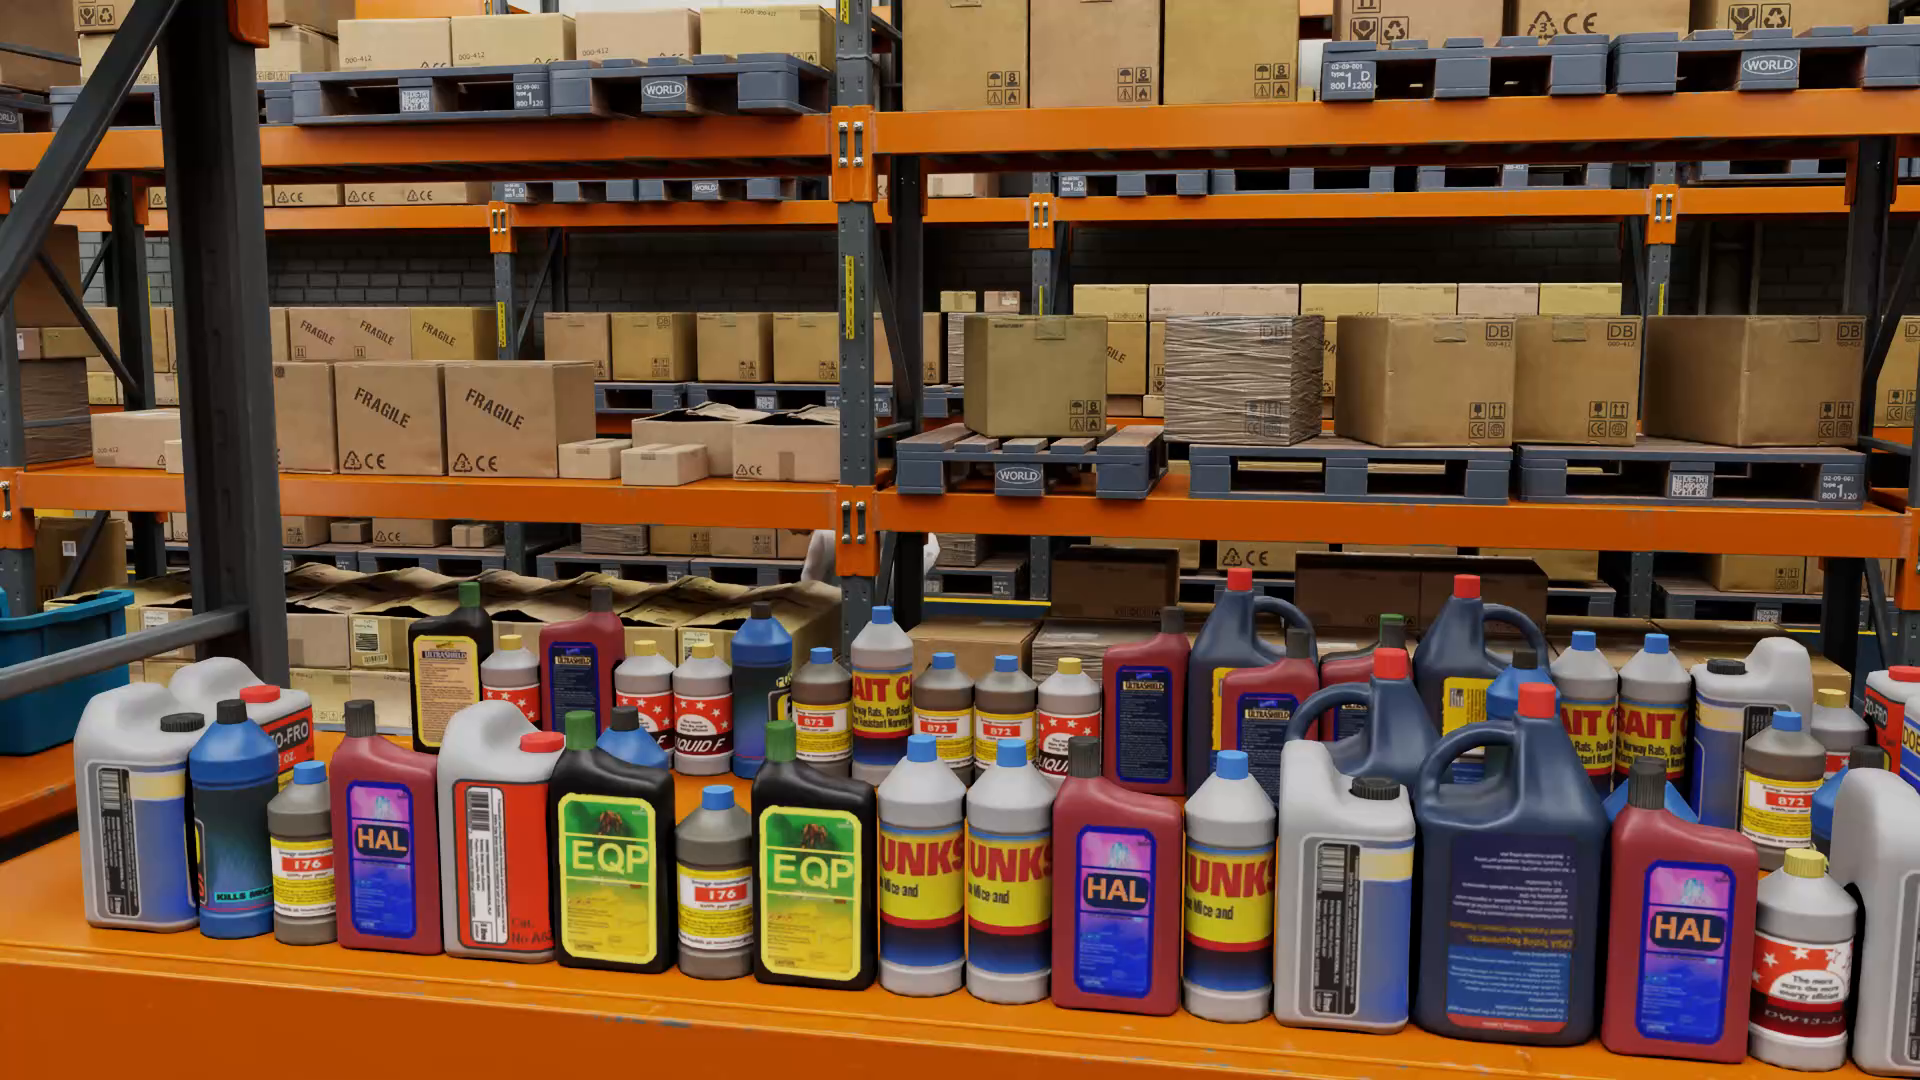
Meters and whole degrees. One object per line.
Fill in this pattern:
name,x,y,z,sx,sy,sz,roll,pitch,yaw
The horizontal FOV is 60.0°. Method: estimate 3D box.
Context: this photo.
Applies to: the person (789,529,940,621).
person,-0.587,0.246,9.446,0.943,0.995,0.595,1,8,9
